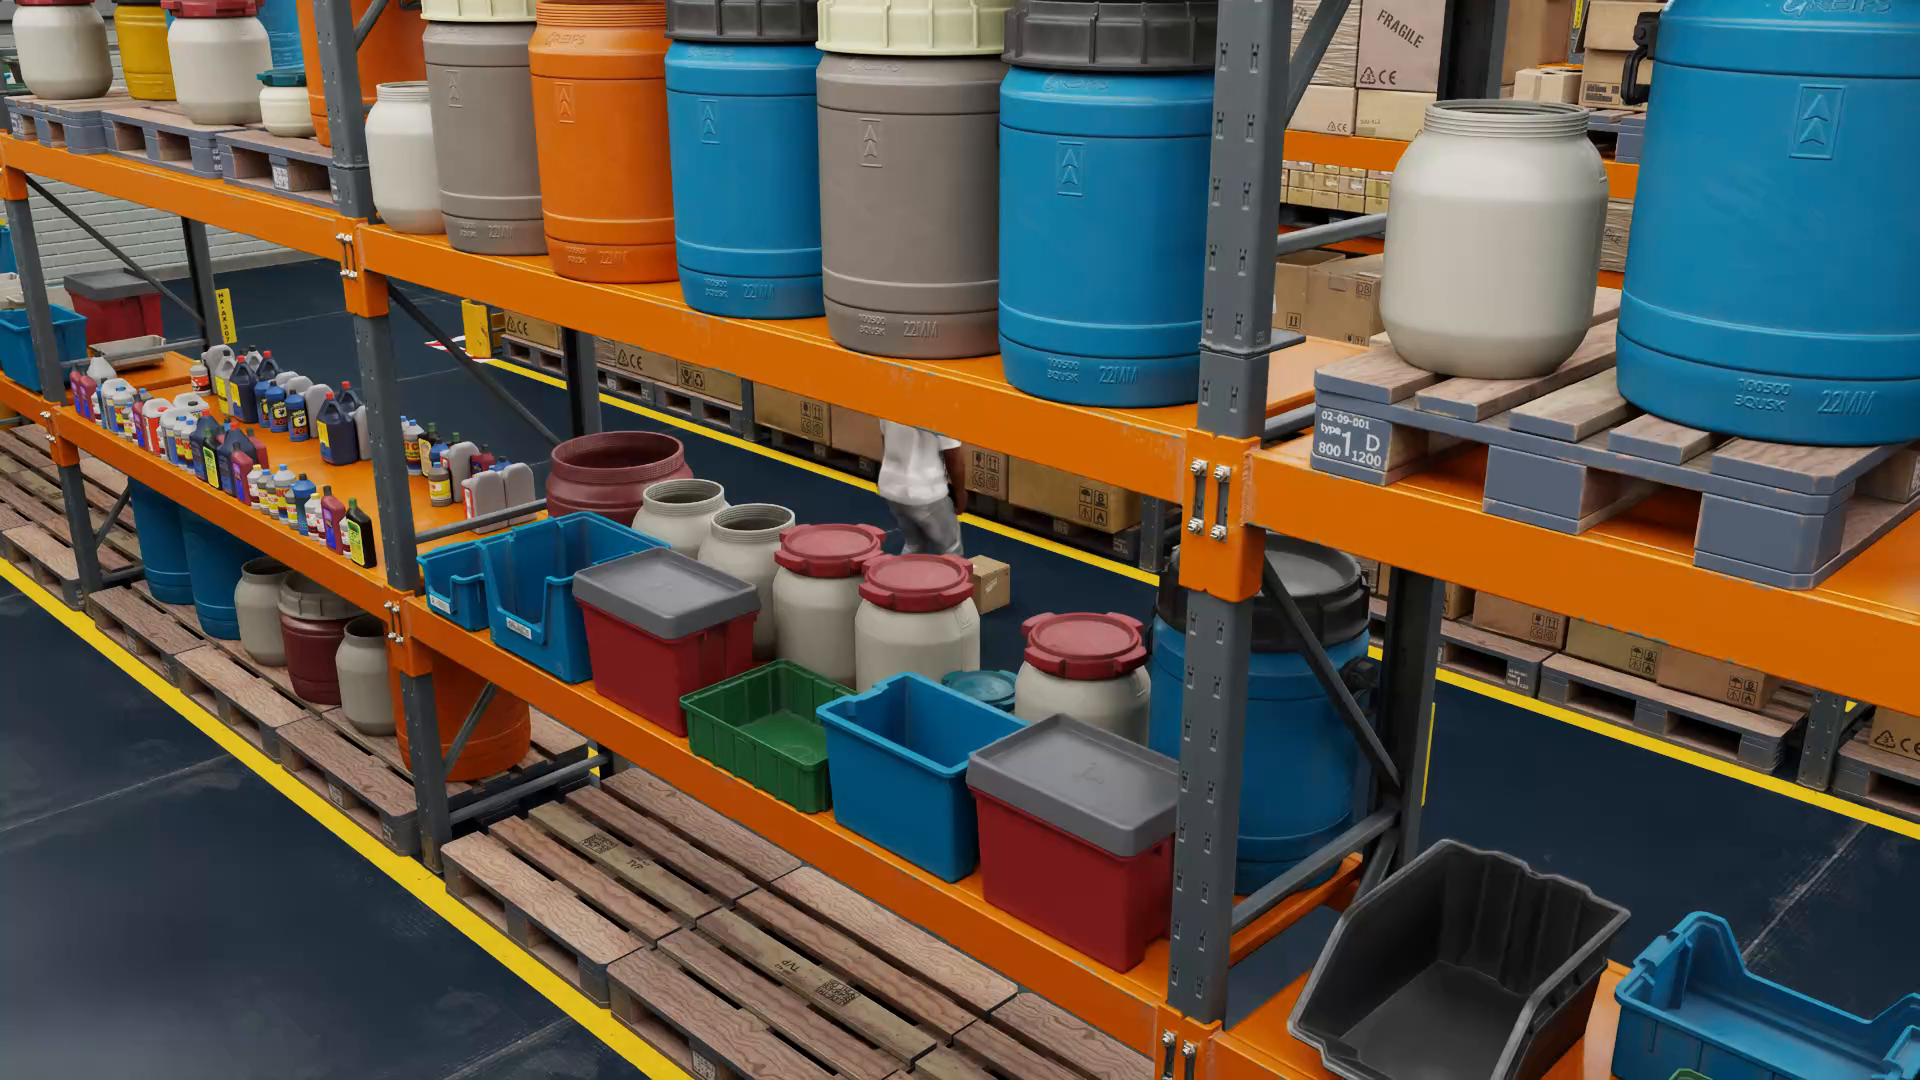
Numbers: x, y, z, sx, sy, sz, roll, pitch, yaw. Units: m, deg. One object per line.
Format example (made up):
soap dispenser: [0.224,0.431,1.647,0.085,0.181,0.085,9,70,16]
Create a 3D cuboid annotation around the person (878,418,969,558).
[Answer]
person: [-0.209,-0.292,9.451,0.511,1.682,0.602,-19,28,-41]
